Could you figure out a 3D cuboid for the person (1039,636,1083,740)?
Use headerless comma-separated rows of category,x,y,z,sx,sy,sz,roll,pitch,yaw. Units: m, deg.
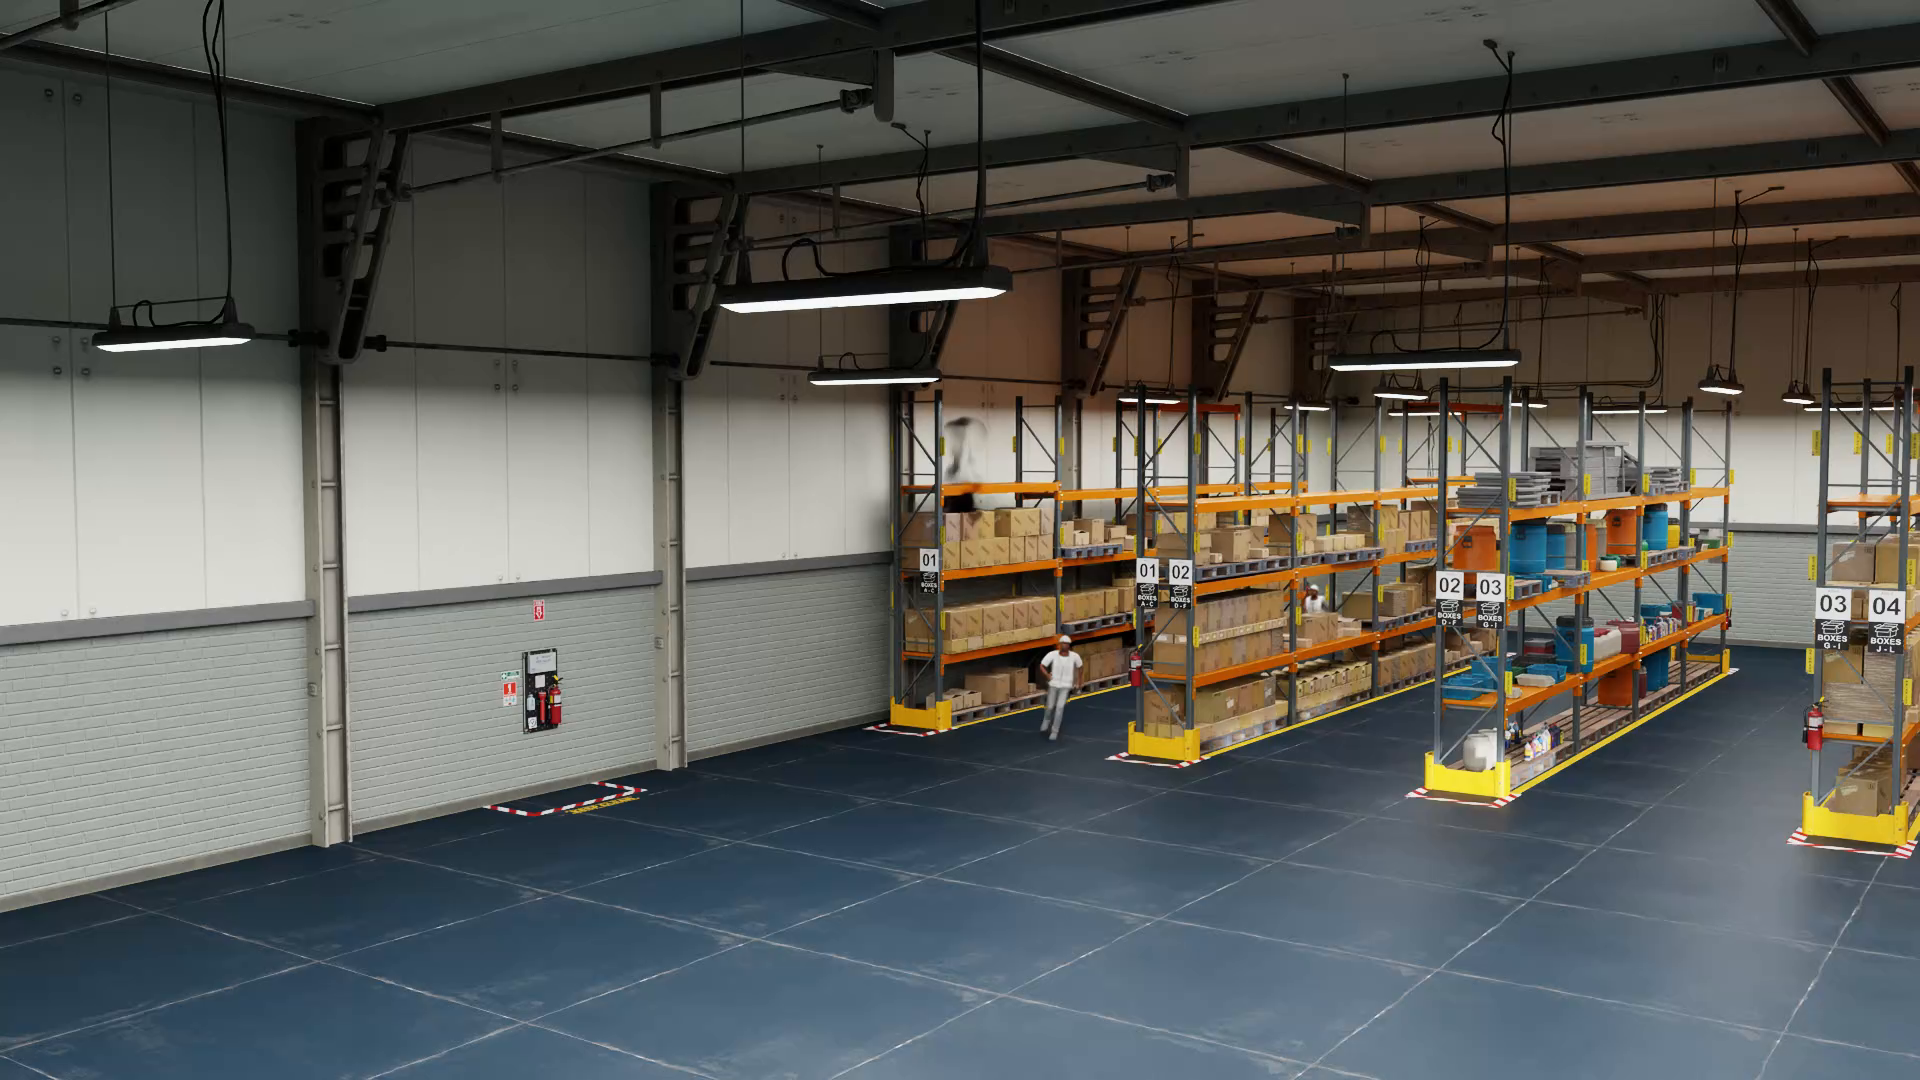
person,1.735,2.509,28.565,0.760,1.741,0.968,0,3,4

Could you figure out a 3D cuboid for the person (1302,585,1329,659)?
person,8.394,1.929,39.205,0.694,1.743,0.670,2,4,32
